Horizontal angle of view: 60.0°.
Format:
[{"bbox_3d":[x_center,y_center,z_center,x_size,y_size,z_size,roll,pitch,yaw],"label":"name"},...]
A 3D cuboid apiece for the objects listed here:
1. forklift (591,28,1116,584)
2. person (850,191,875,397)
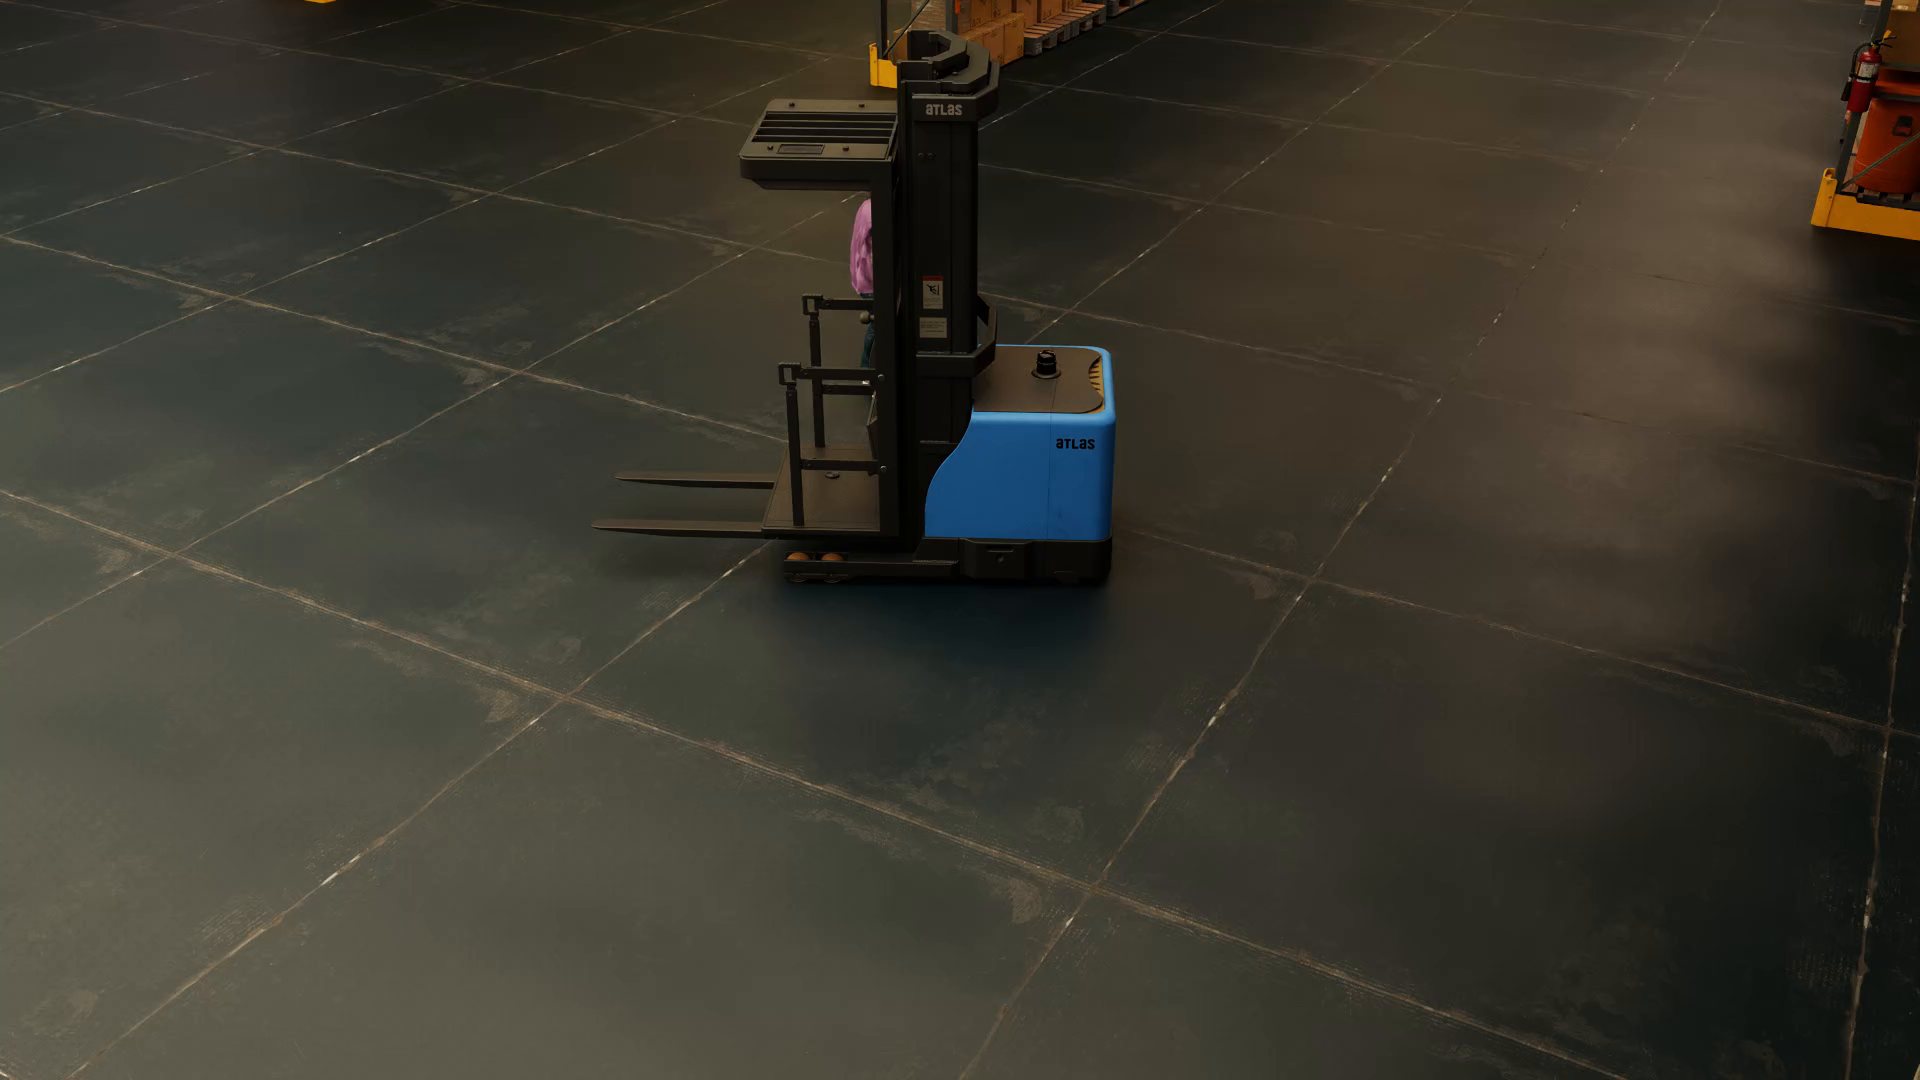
[{"bbox_3d":[-0.626,-1.285,9.297,3.031,2.935,1.130,1,30,2],"label":"forklift"},{"bbox_3d":[-0.568,-1.758,11.457,0.347,1.592,0.461,-8,31,-14],"label":"person"}]
